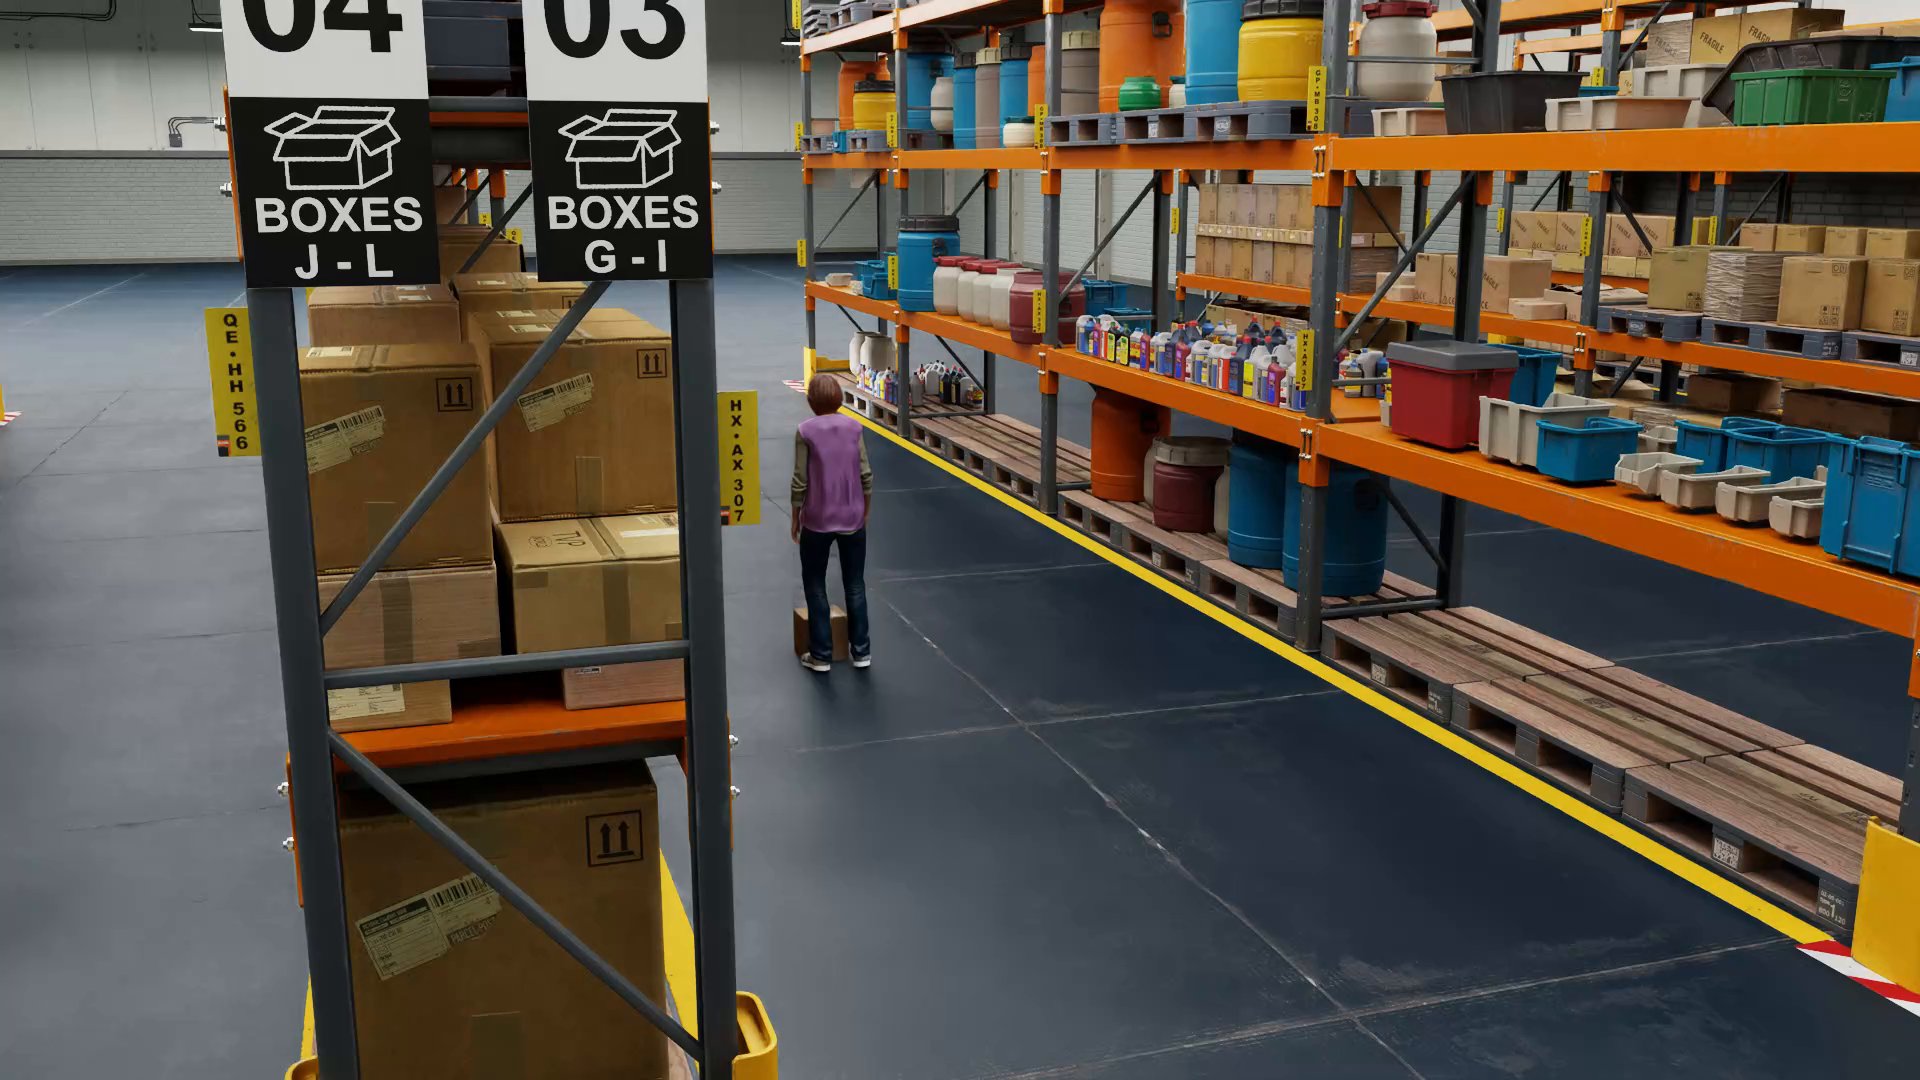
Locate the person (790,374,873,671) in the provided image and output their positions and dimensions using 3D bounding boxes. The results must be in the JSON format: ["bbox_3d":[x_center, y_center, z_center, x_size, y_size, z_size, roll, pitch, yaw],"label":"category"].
[{"bbox_3d":[-0.683,-0.084,8.872,0.462,1.593,0.341,-5,13,-20],"label":"person"}]
